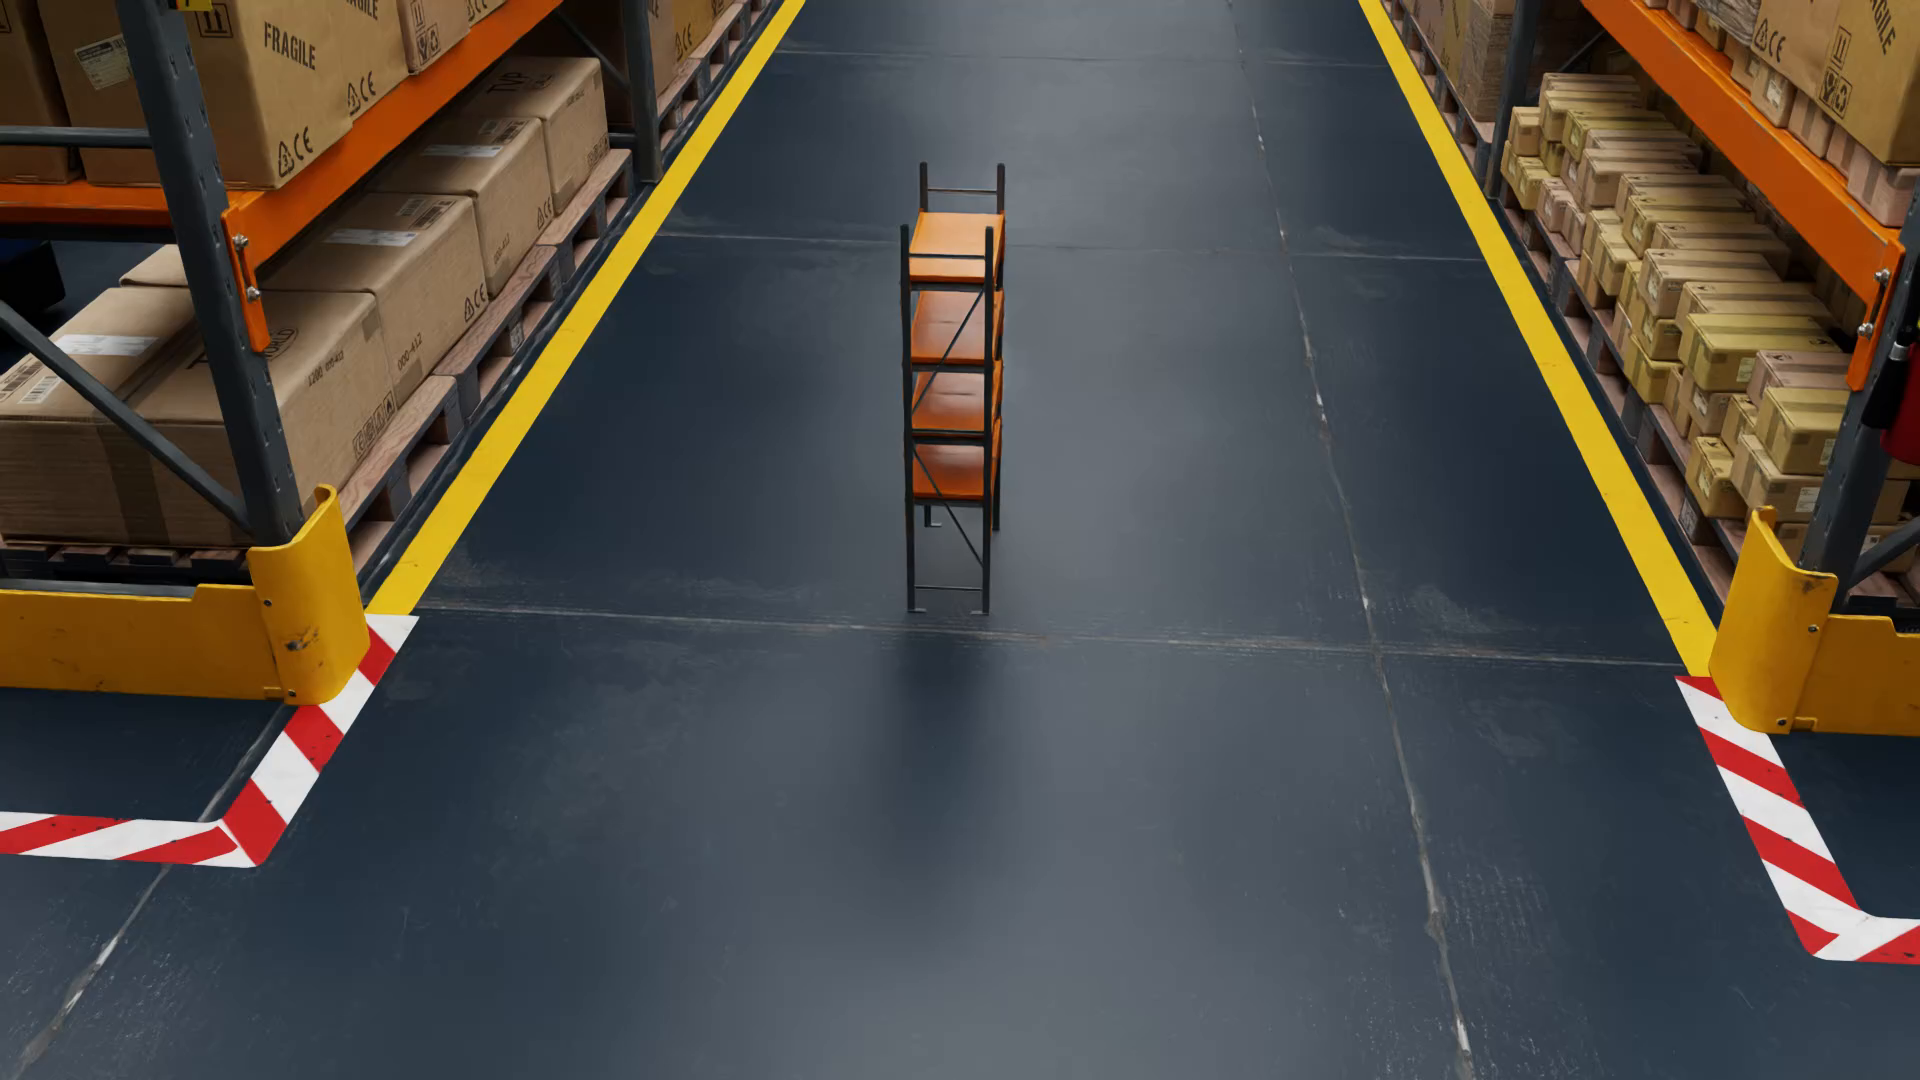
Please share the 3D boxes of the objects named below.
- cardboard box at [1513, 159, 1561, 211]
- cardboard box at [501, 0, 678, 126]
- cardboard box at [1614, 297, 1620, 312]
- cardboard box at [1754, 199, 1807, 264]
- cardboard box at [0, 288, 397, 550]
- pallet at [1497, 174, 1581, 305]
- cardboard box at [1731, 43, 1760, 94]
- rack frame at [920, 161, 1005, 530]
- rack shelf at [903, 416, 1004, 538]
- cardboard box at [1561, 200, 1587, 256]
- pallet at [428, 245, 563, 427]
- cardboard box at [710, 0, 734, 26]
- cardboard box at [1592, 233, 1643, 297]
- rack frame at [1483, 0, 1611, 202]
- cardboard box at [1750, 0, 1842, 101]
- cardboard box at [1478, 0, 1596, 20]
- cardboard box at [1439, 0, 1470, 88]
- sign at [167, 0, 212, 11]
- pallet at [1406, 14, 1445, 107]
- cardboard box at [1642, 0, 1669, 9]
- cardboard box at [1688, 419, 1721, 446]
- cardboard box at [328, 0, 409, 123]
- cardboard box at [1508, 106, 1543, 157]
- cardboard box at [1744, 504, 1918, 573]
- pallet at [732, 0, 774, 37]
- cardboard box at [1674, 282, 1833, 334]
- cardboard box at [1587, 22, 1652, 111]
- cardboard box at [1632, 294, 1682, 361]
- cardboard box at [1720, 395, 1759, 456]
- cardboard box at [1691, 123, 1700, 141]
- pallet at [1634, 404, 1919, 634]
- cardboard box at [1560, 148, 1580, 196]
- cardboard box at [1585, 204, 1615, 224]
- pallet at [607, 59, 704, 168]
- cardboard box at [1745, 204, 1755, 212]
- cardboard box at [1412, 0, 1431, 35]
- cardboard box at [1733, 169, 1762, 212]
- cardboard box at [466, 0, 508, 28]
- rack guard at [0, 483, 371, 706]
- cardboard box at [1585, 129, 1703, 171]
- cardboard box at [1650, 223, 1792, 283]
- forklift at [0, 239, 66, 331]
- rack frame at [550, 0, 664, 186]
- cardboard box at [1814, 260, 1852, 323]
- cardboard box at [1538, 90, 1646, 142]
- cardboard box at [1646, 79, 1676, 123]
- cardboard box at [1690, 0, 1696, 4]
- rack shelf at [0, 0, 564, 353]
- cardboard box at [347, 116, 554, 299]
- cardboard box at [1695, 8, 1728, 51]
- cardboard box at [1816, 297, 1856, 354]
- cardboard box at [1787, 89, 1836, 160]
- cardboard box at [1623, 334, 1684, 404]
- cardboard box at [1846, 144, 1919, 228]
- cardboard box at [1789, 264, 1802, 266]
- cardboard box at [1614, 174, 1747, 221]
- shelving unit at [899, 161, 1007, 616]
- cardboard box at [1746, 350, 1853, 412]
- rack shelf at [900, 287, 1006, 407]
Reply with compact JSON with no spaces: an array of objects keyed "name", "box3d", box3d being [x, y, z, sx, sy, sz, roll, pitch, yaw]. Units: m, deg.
[{"name":"cardboard box","box3d":[2.619,-1.533,7.195,0.380,0.149,0.250,3,32,5]},{"name":"cardboard box","box3d":[-1.980,-2.644,8.306,0.875,0.875,0.875,3,32,6]},{"name":"cardboard box","box3d":[2.631,-0.851,6.089,0.380,0.149,0.250,3,32,5]},{"name":"cardboard box","box3d":[3.059,-1.094,5.916,0.380,0.149,0.250,3,32,4]},{"name":"cardboard box","box3d":[-2.322,-0.388,5.062,0.875,0.438,0.875,1,32,2]},{"name":"pallet","box3d":[2.972,-1.344,7.229,1.003,0.211,1.213,2,32,4]},{"name":"cardboard box","box3d":[2.522,-1.399,4.900,0.380,0.149,0.250,1,32,2]},{"name":"rack frame","box3d":[0.006,-0.552,5.002,0.240,1.200,0.015,2,32,4]},{"name":"rack shelf","box3d":[-0.013,-0.198,4.934,0.258,0.148,0.480,2,32,4]},{"name":"cardboard box","box3d":[2.680,-1.266,6.762,0.380,0.149,0.250,2,32,3]},{"name":"pallet","box3d":[-2.187,-0.821,6.381,1.003,0.211,1.213,2,32,4]},{"name":"cardboard box","box3d":[-1.841,-3.584,9.831,0.875,0.875,0.875,3,32,5]},{"name":"cardboard box","box3d":[2.528,-0.993,6.036,0.380,0.149,0.250,3,32,4]},{"name":"rack frame","box3d":[2.991,-2.883,7.070,1.000,3.000,0.127,2,32,4]},{"name":"cardboard box","box3d":[2.493,-1.476,4.407,0.500,0.500,0.500,2,32,3]},{"name":"cardboard box","box3d":[2.800,-2.718,8.068,0.500,0.250,0.500,2,32,3]},{"name":"cardboard box","box3d":[2.842,-2.664,8.696,0.500,0.500,0.500,2,32,3]},{"name":"sign","box3d":[-1.724,-1.326,3.642,0.100,0.325,0.005,2,32,4]},{"name":"pallet","box3d":[3.150,-2.743,9.500,1.003,0.211,1.213,2,32,4]},{"name":"cardboard box","box3d":[2.583,-1.952,5.797,0.380,0.149,0.250,4,32,6]},{"name":"cardboard box","box3d":[2.528,-0.314,5.218,0.380,0.149,0.250,2,32,4]},{"name":"cardboard box","box3d":[-1.938,-1.497,4.725,0.500,0.500,0.500,2,32,3]},{"name":"cardboard box","box3d":[2.643,-1.799,7.344,0.380,0.149,0.250,4,32,6]},{"name":"cardboard box","box3d":[2.500,-0.041,4.775,0.380,0.149,0.250,3,32,5]},{"name":"pallet","box3d":[-1.764,-3.537,10.789,1.003,0.211,1.213,2,32,4]},{"name":"cardboard box","box3d":[2.512,-0.700,5.277,0.380,0.149,0.250,1,32,2]},{"name":"cardboard box","box3d":[3.316,-2.373,8.224,0.500,0.500,0.500,4,32,6]},{"name":"cardboard box","box3d":[2.494,-0.715,5.584,0.380,0.149,0.250,3,32,5]},{"name":"cardboard box","box3d":[2.499,-0.306,4.921,0.380,0.149,0.250,2,32,3]},{"name":"cardboard box","box3d":[3.227,-1.639,6.800,0.380,0.149,0.250,2,32,4]},{"name":"pallet","box3d":[2.773,-0.068,5.159,1.003,0.211,1.213,2,32,4]},{"name":"cardboard box","box3d":[2.728,-1.534,6.914,0.380,0.149,0.250,2,32,4]},{"name":"cardboard box","box3d":[2.657,-1.250,6.453,0.380,0.149,0.250,4,32,6]},{"name":"pallet","box3d":[-1.963,-2.262,8.719,1.003,0.211,1.213,2,32,4]},{"name":"cardboard box","box3d":[3.149,-1.253,6.457,0.380,0.149,0.250,3,32,5]},{"name":"cardboard box","box3d":[2.930,-3.199,9.564,0.500,0.500,0.500,2,32,3]},{"name":"cardboard box","box3d":[3.198,-1.361,6.349,0.380,0.149,0.250,1,32,2]},{"name":"cardboard box","box3d":[-1.854,-2.025,5.582,0.500,0.500,0.500,3,32,6]},{"name":"rack guard","box3d":[-2.278,0.126,4.568,1.175,0.500,0.348,2,32,4]},{"name":"cardboard box","box3d":[2.705,-1.517,6.603,0.380,0.149,0.250,2,32,3]},{"name":"cardboard box","box3d":[2.611,-0.976,5.725,0.380,0.149,0.250,1,32,2]},{"name":"forklift","box3d":[-5.178,-2.191,6.012,3.031,2.935,1.130,10,33,16]},{"name":"rack frame","box3d":[-1.951,-3.042,7.327,1.000,3.000,0.127,2,32,4]},{"name":"cardboard box","box3d":[3.067,-0.823,5.476,0.380,0.149,0.250,4,32,6]},{"name":"cardboard box","box3d":[2.675,-1.789,7.044,0.380,0.149,0.250,4,32,6]},{"name":"cardboard box","box3d":[3.222,-1.905,7.231,0.380,0.149,0.250,3,32,5]},{"name":"cardboard box","box3d":[2.575,-2.002,5.260,0.500,0.500,0.500,4,32,6]},{"name":"rack shelf","box3d":[-2.114,-1.690,5.819,1.077,0.370,4.000,2,32,4]},{"name":"cardboard box","box3d":[-2.181,-1.338,6.604,0.875,0.438,0.875,2,32,3]},{"name":"cardboard box","box3d":[2.608,-1.677,5.351,0.380,0.149,0.250,3,32,5]},{"name":"cardboard box","box3d":[3.030,-0.691,5.546,0.380,0.149,0.250,1,32,2]},{"name":"cardboard box","box3d":[2.473,-1.128,4.460,0.380,0.149,0.250,2,32,4]},{"name":"cardboard box","box3d":[2.493,-0.580,5.649,0.380,0.149,0.250,1,32,2]},{"name":"cardboard box","box3d":[2.410,-0.867,4.038,0.380,0.149,0.250,2,32,4]},{"name":"cardboard box","box3d":[3.043,-0.976,6.008,0.380,0.149,0.250,4,32,6]},{"name":"cardboard box","box3d":[2.663,-1.242,6.156,0.380,0.149,0.250,1,32,2]},{"name":"shelving unit","box3d":[-0.013,-0.424,4.795,0.258,1.200,0.503,2,32,4]},{"name":"cardboard box","box3d":[2.534,-0.427,4.833,0.380,0.149,0.250,3,32,5]},{"name":"rack shelf","box3d":[-0.013,-0.557,4.713,0.258,0.148,0.480,2,32,4]}]
